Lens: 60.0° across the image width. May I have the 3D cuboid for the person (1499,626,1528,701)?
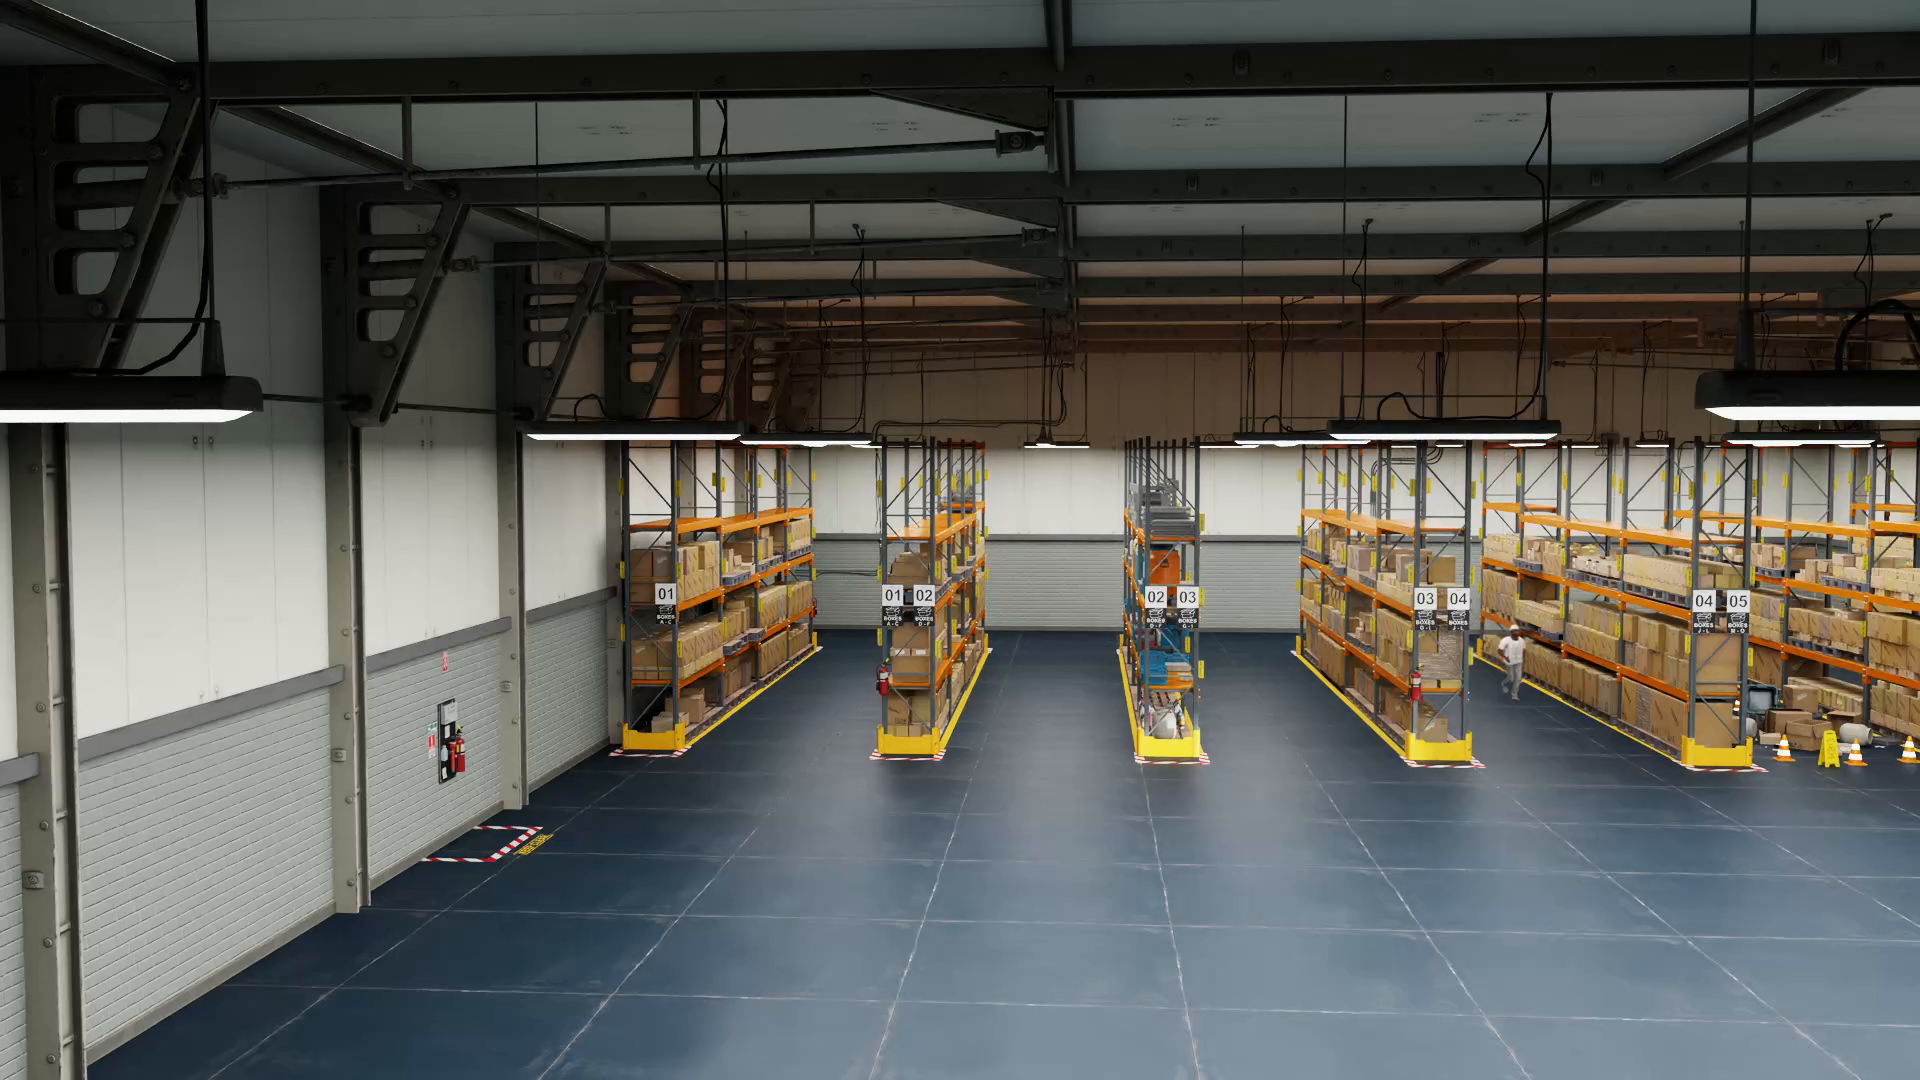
[{"bbox_3d":[12.726,2.830,38.176,0.673,1.719,0.595,0,3,-5],"label":"person"}]

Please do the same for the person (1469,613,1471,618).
[{"bbox_3d":[14.183,2.399,47.199,0.818,1.588,0.605,-2,3,-27],"label":"person"}]
